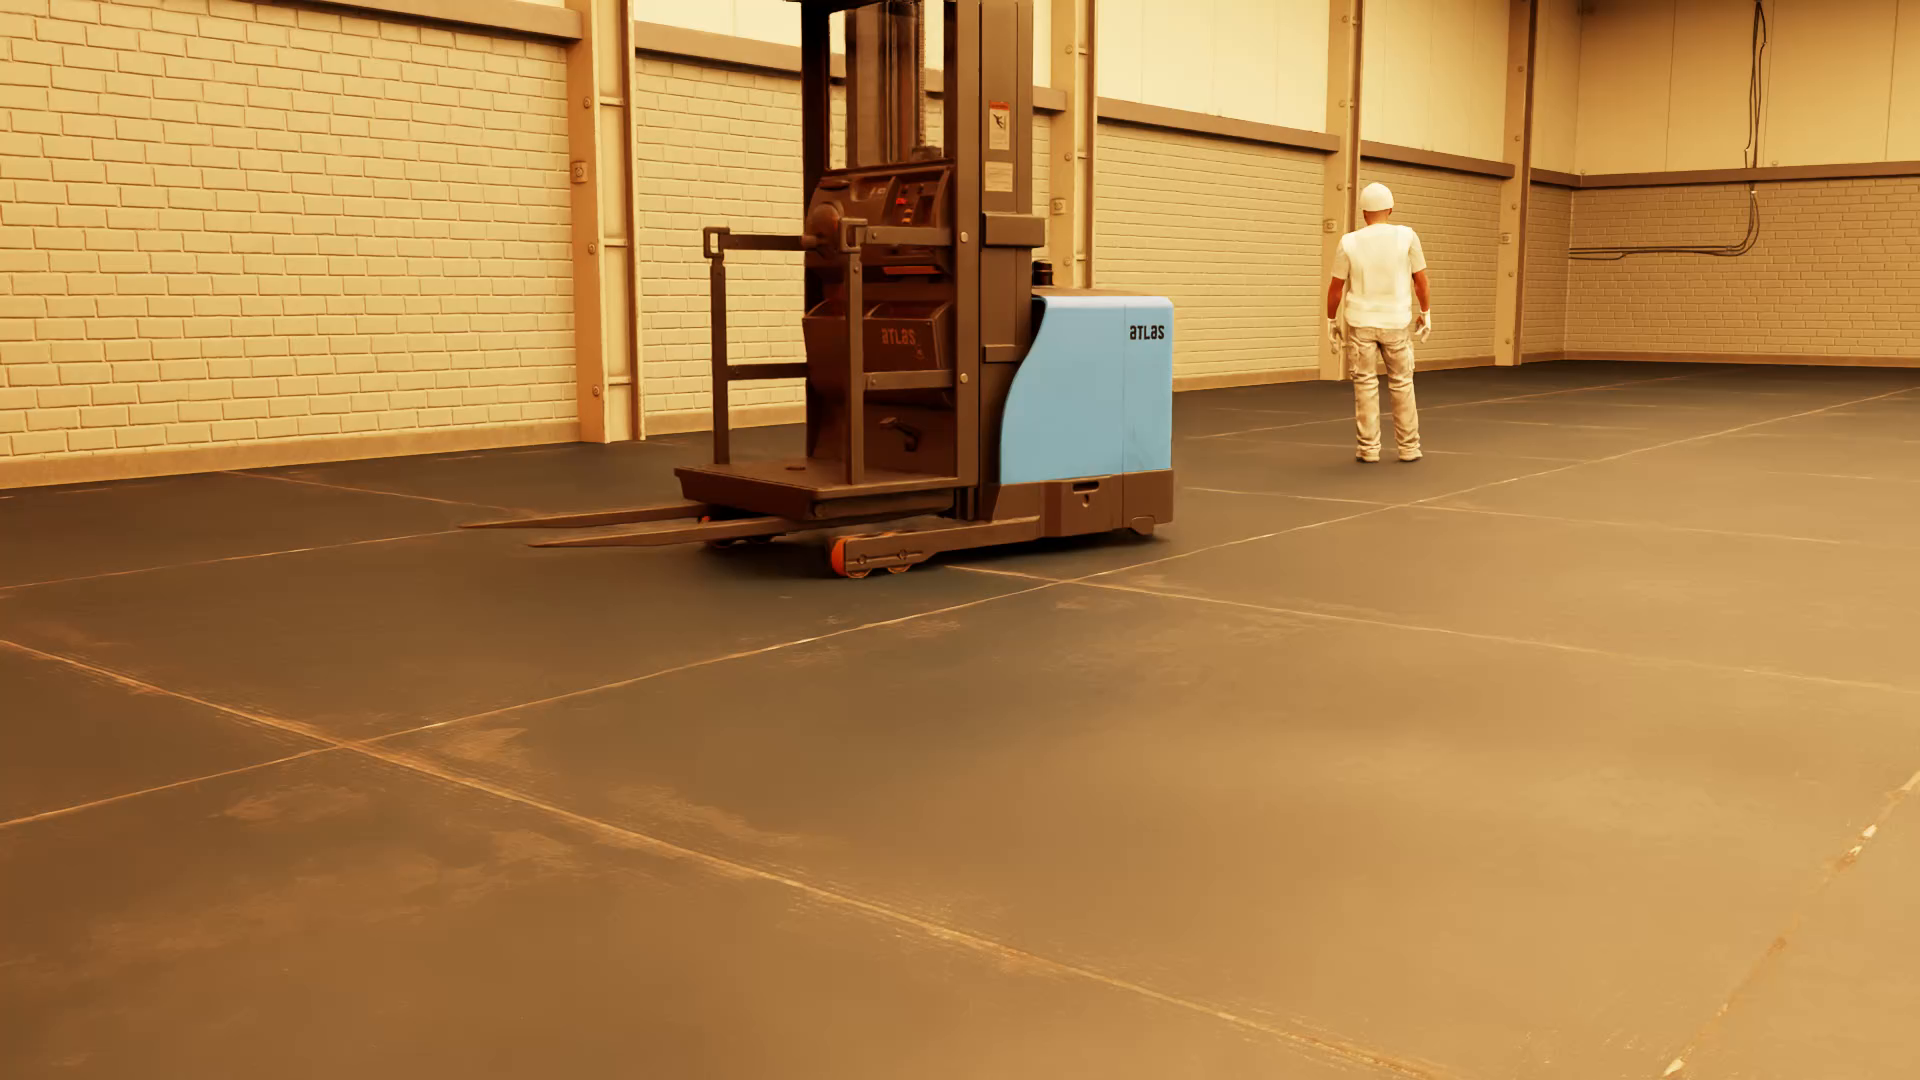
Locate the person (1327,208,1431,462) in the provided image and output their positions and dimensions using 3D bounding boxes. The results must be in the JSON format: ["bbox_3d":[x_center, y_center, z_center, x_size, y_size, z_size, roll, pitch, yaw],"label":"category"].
[{"bbox_3d":[2.722,-1.379,10.824,0.656,1.723,0.577,2,9,12],"label":"person"}]

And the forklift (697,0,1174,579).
[{"bbox_3d":[-0.506,-1.386,6.751,3.031,2.935,1.130,-7,11,-38],"label":"forklift"}]
